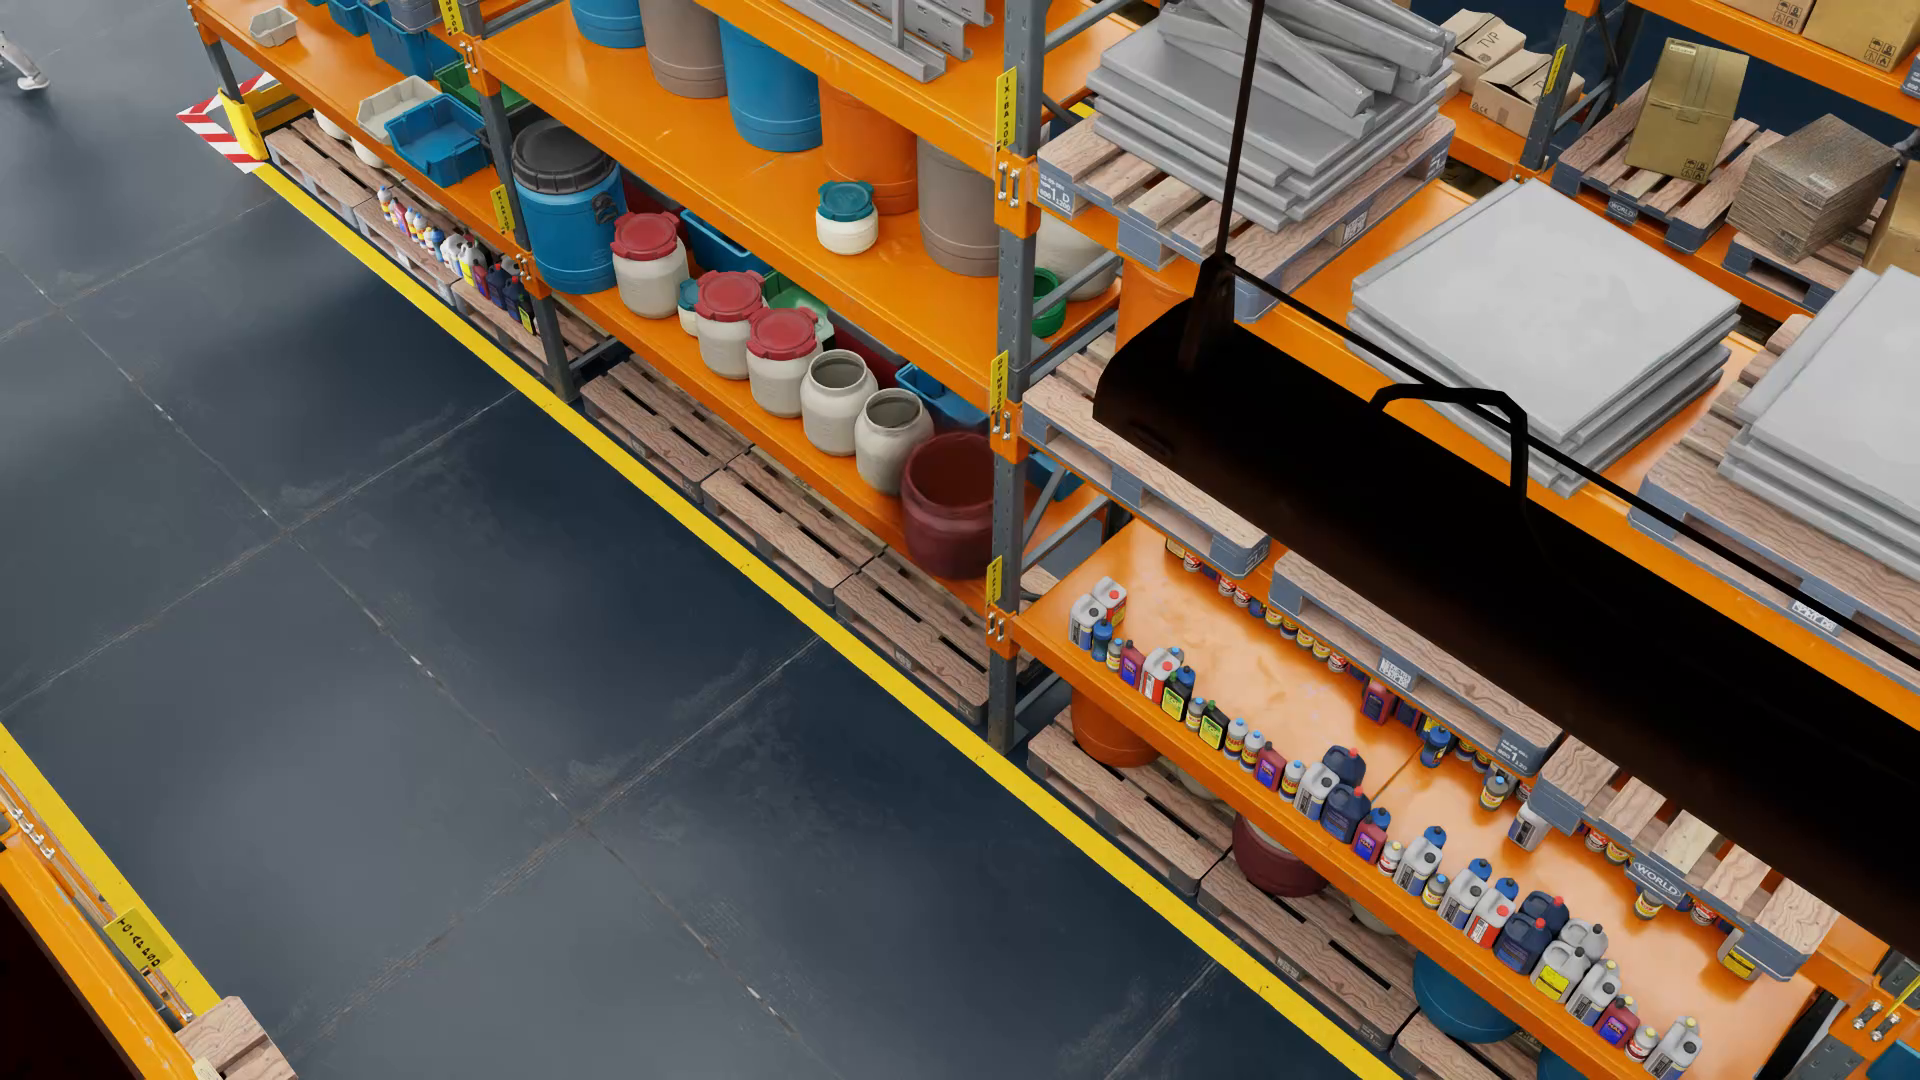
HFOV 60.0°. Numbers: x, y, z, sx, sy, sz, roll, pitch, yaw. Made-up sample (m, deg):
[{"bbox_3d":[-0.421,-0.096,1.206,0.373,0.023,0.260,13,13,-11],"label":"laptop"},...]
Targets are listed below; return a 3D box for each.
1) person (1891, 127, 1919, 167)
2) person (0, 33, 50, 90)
[{"bbox_3d":[7.388,-3.234,12.073,1.009,1.536,0.513,29,56,22],"label":"person"},{"bbox_3d":[-7.731,-4.245,12.861,0.817,1.636,0.534,5,50,4],"label":"person"}]
